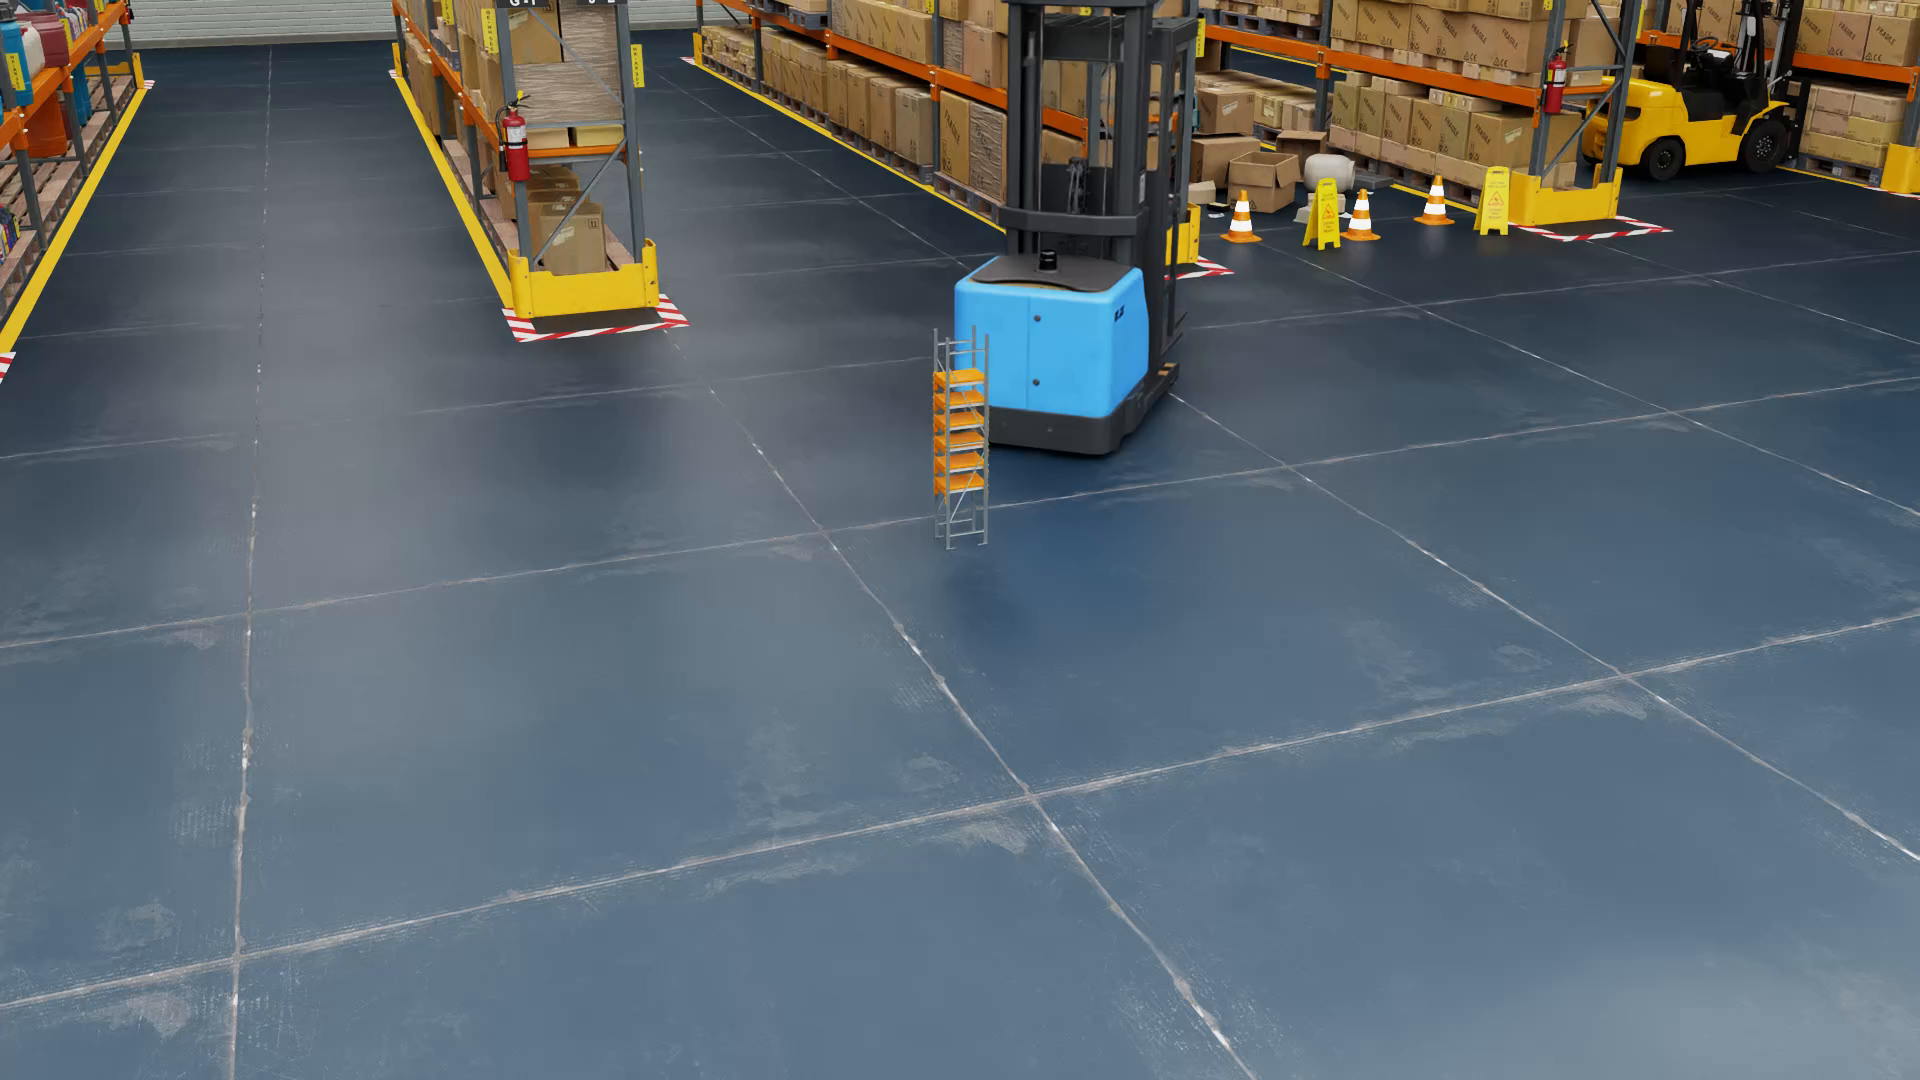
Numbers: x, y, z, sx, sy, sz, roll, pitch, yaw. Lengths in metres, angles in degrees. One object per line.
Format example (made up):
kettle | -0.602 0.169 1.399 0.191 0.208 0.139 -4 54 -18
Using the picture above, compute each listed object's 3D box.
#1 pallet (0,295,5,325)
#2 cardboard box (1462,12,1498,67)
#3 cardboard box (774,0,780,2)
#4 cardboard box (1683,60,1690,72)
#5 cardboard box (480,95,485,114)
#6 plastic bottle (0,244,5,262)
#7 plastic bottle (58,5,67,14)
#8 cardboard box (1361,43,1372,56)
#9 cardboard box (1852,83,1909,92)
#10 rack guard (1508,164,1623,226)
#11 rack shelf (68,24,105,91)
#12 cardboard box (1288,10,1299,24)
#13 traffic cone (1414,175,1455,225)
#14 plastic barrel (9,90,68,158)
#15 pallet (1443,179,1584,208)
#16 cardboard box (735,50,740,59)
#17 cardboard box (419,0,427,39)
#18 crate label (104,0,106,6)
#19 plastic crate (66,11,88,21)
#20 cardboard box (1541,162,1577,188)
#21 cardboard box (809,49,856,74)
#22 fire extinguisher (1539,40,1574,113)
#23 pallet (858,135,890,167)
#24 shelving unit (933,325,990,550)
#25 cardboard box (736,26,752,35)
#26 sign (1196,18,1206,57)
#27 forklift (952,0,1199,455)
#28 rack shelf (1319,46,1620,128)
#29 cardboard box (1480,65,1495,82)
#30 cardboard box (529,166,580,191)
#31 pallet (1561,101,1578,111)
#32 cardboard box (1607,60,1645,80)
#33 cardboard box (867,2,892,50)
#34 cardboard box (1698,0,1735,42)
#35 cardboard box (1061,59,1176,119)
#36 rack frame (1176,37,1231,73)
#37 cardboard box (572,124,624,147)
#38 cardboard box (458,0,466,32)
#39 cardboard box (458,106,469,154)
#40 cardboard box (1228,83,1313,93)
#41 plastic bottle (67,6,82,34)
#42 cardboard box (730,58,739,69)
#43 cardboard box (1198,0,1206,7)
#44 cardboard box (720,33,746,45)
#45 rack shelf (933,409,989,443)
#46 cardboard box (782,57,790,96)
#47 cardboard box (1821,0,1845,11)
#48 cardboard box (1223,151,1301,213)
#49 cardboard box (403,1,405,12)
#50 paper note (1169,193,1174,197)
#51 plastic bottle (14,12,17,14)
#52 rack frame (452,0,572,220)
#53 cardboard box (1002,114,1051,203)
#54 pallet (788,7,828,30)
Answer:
pallet | -8.064 -1.645 12.880 1.003 0.211 1.213 -8 24 -19
cardboard box | 5.571 -5.177 17.159 0.500 0.500 0.500 -8 24 -19
cardboard box | -2.380 -7.602 23.207 0.380 0.149 0.250 -10 25 -21
cardboard box | 9.300 -5.956 21.231 0.500 0.250 0.500 -9 24 -20
cardboard box | -4.154 -3.967 15.124 0.380 0.149 0.250 -8 24 -19
plastic bottle | -8.324 -2.499 14.353 0.097 0.201 0.097 0 23 0
plastic bottle | -11.454 -6.641 21.208 0.144 0.351 0.185 -8 24 -19
cardboard box | 4.852 -5.654 19.126 0.380 0.149 0.250 -8 24 -19
cardboard box | 10.663 -5.103 19.207 0.500 0.250 0.500 -8 24 -19
rack guard | 6.167 -3.527 16.976 1.175 0.500 0.348 -8 24 -19
rack shelf | -11.244 -5.914 20.347 1.077 0.370 4.000 -8 24 -19
cardboard box | 4.264 -6.430 20.427 0.380 0.149 0.250 -9 25 -21
traffic cone | 4.835 -3.462 16.868 0.336 0.463 0.334 -8 24 -19
plastic barrel | -10.726 -4.888 19.239 0.600 0.830 0.708 -8 24 -19
pallet | 5.913 -3.694 17.744 1.003 0.211 1.213 -8 24 -19
cardboard box | -3.373 -7.770 26.569 0.380 0.149 0.250 -8 24 -18
cardboard box | -6.480 -6.572 20.852 0.500 0.500 0.500 -9 24 -19
crate label | -12.696 -7.856 24.288 0.396 0.136 0.243 -8 24 -19
plastic crate | -11.981 -7.067 22.418 0.396 0.136 0.243 -8 24 -19
cardboard box | 6.167 -3.909 17.662 0.500 0.250 0.500 -9 24 -19
cardboard box | -1.715 -6.442 22.385 0.500 0.250 0.500 -9 24 -20
fire extinguisher | 5.803 -4.511 16.191 0.296 0.674 0.183 -8 24 -19
pallet | -0.593 -4.818 20.410 1.003 0.211 1.213 -8 24 -19
shelving unit | 0.005 -0.548 9.004 0.258 1.200 0.189 -8 24 -19
cardboard box | -3.595 -8.647 28.267 0.380 0.149 0.250 -8 24 -18
sign | 2.120 -4.445 14.718 0.100 0.325 0.005 -8 24 -19
forklift | 0.928 -2.423 11.226 1.130 2.935 3.031 8 24 18
rack shelf | 5.487 -5.047 18.288 1.077 0.370 4.000 -8 24 -19
cardboard box | 5.597 -4.815 17.136 0.380 0.149 0.250 -9 24 -20
cardboard box | -3.884 -3.214 15.692 0.500 0.500 0.500 -11 25 -24
pallet | 8.691 -6.209 23.709 1.003 0.211 1.213 -8 24 -19
cardboard box | 9.228 -6.075 22.318 0.875 0.625 0.625 -7 24 -17
cardboard box | -0.788 -6.140 19.826 0.500 0.500 0.500 -9 24 -20
cardboard box | 9.535 -6.450 20.561 0.500 0.500 0.500 -8 24 -18
cardboard box | 1.425 -4.134 15.002 0.875 0.550 0.550 -8 24 -19
rack frame | 3.367 -7.559 23.321 1.000 3.000 0.127 -8 24 -19
cardboard box | -2.955 -3.313 13.571 0.380 0.149 0.250 -8 24 -19
cardboard box | -4.391 -5.009 15.474 0.500 0.500 0.500 -8 24 -19
cardboard box | -5.440 -4.809 19.450 0.700 0.500 0.500 -10 25 -23
cardboard box | 4.088 -5.791 21.971 0.950 0.372 0.625 -8 24 -17
plastic bottle | -11.254 -6.594 21.095 0.144 0.351 0.185 -8 24 -19
cardboard box | -3.464 -7.648 26.663 0.380 0.149 0.250 -8 24 -19
cardboard box | 3.430 -7.280 22.442 0.380 0.149 0.250 -10 25 -22
cardboard box | -3.703 -8.191 27.185 0.380 0.149 0.250 -8 24 -18
rack shelf | 0.005 -0.617 8.975 0.258 0.103 0.180 -8 24 -19
cardboard box | -2.242 -6.652 23.849 0.500 0.500 0.500 -8 24 -18
cardboard box | 10.083 -6.140 18.992 0.380 0.149 0.250 -9 25 -21
cardboard box | 3.205 -3.792 17.599 0.637 0.503 0.797 12 26 27
cardboard box | -7.822 -7.696 23.971 0.380 0.149 0.250 -8 24 -18
paper note | 2.377 -3.775 18.178 0.172 0.023 0.155 0 23 -1
plastic bottle | -12.014 -6.562 21.117 0.152 0.276 0.135 -8 24 -19
rack frame | -4.491 -4.745 16.647 1.000 3.000 0.127 -8 24 -19
cardboard box | 0.984 -3.707 16.378 0.875 0.875 0.875 -9 24 -20
pallet | -1.579 -6.999 22.240 1.213 0.211 1.003 -8 24 -19
